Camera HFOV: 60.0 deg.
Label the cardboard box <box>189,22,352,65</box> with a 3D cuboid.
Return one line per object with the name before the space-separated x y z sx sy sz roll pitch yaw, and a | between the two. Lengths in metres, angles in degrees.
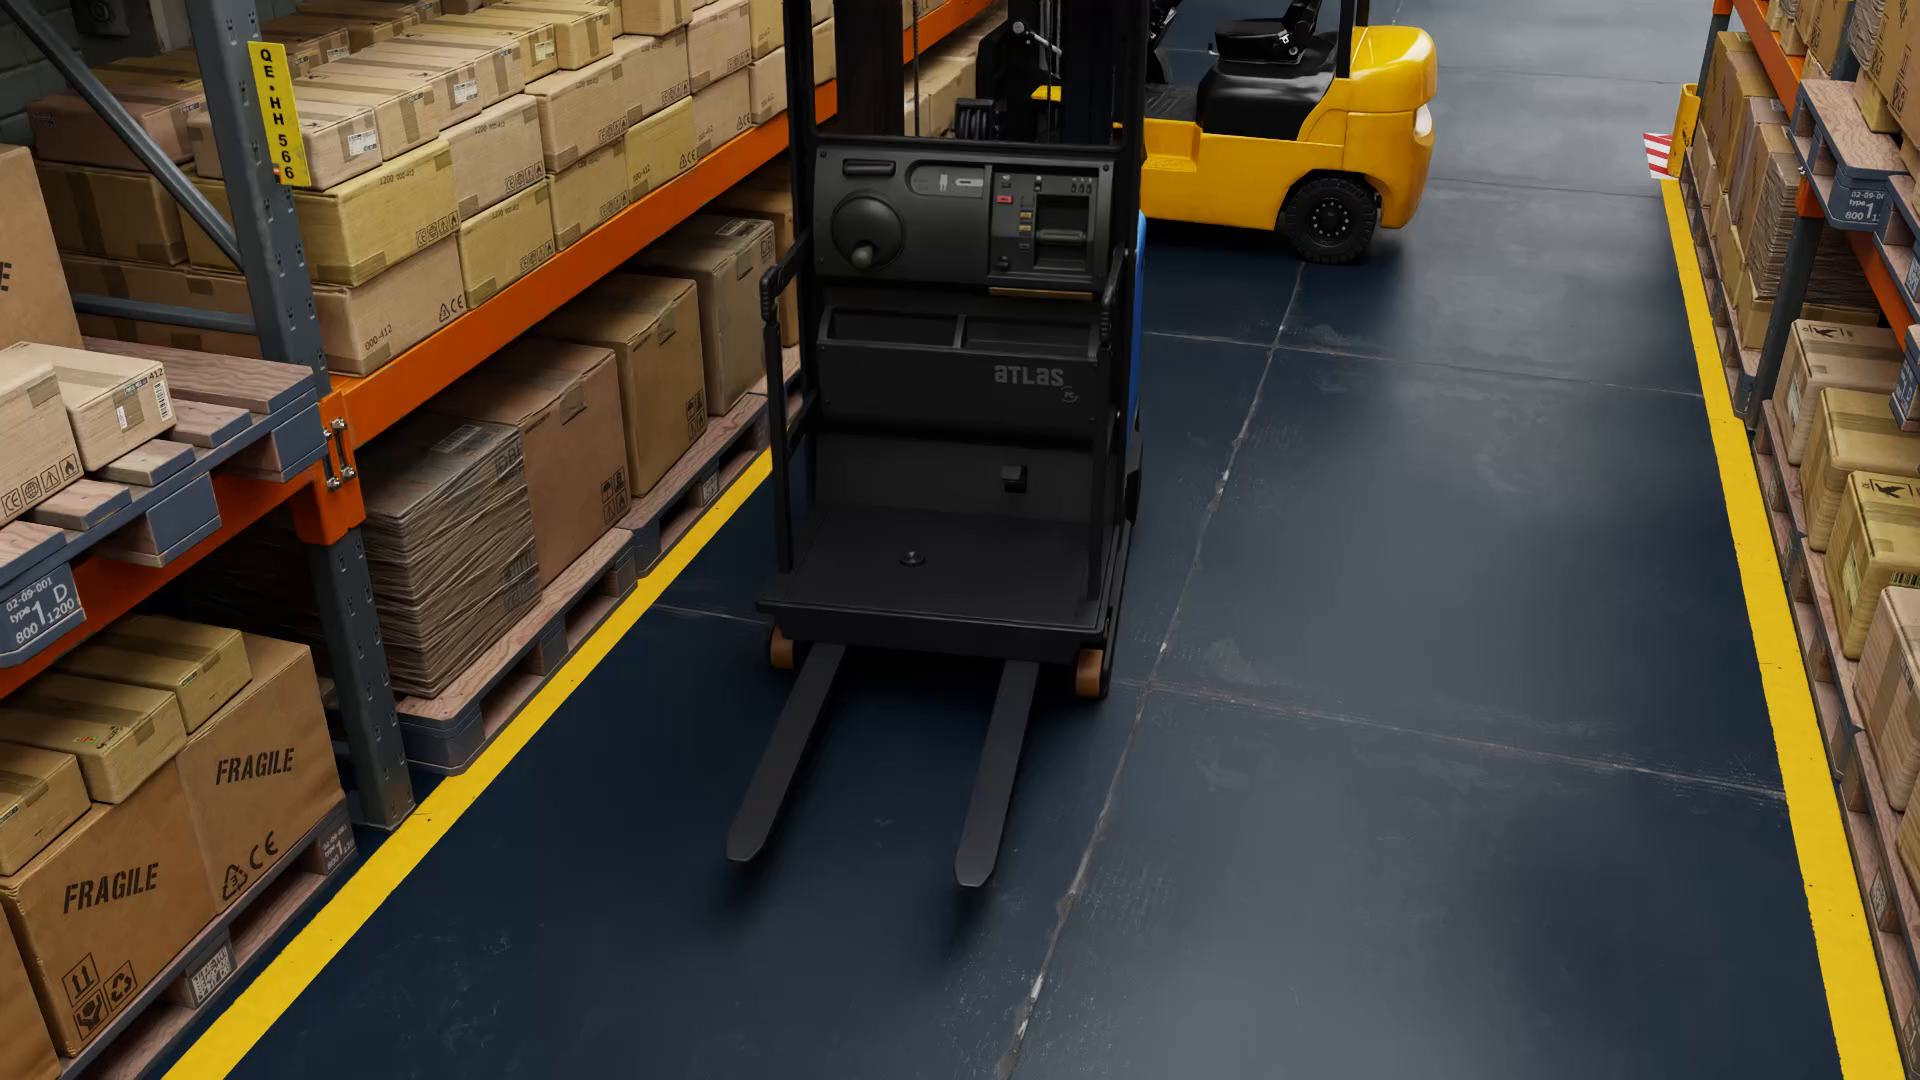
cardboard box | -2.066 -1.452 5.005 0.380 0.149 0.250 8 30 14

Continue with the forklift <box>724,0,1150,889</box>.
forklift | -0.028 -0.959 4.959 1.130 2.935 3.031 5 29 8

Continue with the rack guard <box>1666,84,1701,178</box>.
rack guard | 4.994 -2.455 10.150 1.175 0.500 0.348 8 30 15

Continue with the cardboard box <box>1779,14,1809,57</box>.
cardboard box | 3.940 -2.280 7.521 0.380 0.149 0.250 8 30 14

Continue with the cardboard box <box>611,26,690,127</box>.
cardboard box | -1.270 -1.610 5.699 0.500 0.250 0.500 9 30 16

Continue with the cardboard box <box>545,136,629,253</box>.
cardboard box | -1.417 -1.151 5.388 0.500 0.250 0.500 8 30 13

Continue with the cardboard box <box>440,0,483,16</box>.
cardboard box | -1.744 -1.795 5.622 0.380 0.149 0.250 9 30 16

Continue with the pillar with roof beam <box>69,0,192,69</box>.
pillar with roof beam | 1.558 -3.314 2.950 9.100 9.000 0.400 8 30 15

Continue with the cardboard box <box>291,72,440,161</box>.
cardboard box | -1.626 -1.129 4.424 0.380 0.149 0.250 9 30 16

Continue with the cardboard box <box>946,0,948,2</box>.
cardboard box | -0.240 -3.123 8.676 0.500 0.500 0.500 8 30 14

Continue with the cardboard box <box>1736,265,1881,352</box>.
cardboard box | 3.759 -1.019 7.393 0.500 0.250 0.500 10 31 17

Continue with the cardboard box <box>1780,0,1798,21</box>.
cardboard box | 4.027 -2.622 7.469 0.500 0.500 0.500 9 30 16

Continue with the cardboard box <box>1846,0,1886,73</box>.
cardboard box | 3.430 -1.904 5.747 0.500 0.500 0.500 9 30 16

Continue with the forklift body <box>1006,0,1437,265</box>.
forklift body | 1.457 -2.777 9.030 2.313 2.155 1.214 8 30 15

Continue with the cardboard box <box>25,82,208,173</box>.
cardboard box | -2.176 -1.079 4.334 0.380 0.149 0.250 9 30 16

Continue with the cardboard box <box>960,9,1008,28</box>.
cardboard box | 0.150 -2.976 9.882 0.500 0.250 0.500 9 30 16

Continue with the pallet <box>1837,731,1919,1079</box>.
pallet | 2.899 0.990 4.253 1.003 0.211 1.213 8 30 15

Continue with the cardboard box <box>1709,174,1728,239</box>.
cardboard box | 4.210 -1.738 8.685 0.500 0.250 0.500 11 31 18

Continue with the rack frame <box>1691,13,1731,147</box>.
rack frame | 5.016 -3.583 9.605 1.000 3.000 0.127 8 30 15

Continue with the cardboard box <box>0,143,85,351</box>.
cardboard box | -2.379 -0.582 3.676 0.500 0.500 0.500 10 31 17

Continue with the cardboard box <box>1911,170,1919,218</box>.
cardboard box | 2.969 -0.984 4.761 0.380 0.149 0.250 10 31 17

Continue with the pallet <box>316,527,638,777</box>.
pallet | -1.799 0.270 5.548 1.003 0.211 1.213 8 30 15

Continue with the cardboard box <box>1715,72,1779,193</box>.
cardboard box | 4.204 -2.071 8.512 0.500 0.500 0.500 9 30 16

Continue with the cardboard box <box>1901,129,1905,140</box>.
cardboard box | 3.286 -1.329 5.379 0.380 0.149 0.250 10 31 18

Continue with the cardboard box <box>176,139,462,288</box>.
cardboard box | -1.691 -0.893 4.409 0.500 0.250 0.500 8 30 15

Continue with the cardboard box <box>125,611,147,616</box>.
cardboard box | -2.470 0.493 4.418 0.500 0.500 0.500 10 31 17

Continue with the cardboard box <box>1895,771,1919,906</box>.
cardboard box | 2.843 0.838 3.928 0.950 0.372 0.625 6 30 11

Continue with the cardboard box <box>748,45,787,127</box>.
cardboard box | -0.944 -1.859 6.661 0.500 0.250 0.500 8 30 15

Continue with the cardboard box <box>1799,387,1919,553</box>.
cardboard box | 3.483 -0.181 5.760 0.950 0.372 0.625 10 31 18

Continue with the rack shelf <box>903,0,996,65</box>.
rack shelf | -0.317 -3.046 9.380 1.077 0.370 4.000 8 30 15

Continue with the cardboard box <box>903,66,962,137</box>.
cardboard box | -0.302 -2.266 8.605 0.500 0.250 0.500 9 30 15

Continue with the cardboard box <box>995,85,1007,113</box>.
cardboard box | -0.013 -2.513 9.564 0.500 0.250 0.500 8 30 15

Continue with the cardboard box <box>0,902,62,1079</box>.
cardboard box | -2.305 1.039 3.436 0.500 0.500 0.500 10 31 17

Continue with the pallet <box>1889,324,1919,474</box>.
pallet | 2.775 -0.128 3.592 1.213 0.211 1.003 8 30 15

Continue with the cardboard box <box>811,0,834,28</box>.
cardboard box | -0.804 -2.319 6.973 0.500 0.250 0.500 8 30 14

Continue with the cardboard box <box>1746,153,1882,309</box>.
cardboard box | 3.759 -1.347 7.211 0.500 0.500 0.500 8 30 14

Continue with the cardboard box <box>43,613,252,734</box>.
cardboard box | -1.981 0.319 4.063 0.380 0.149 0.250 7 30 12

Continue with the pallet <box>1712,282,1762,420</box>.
pallet | 4.005 -0.823 7.512 1.003 0.211 1.213 8 30 15

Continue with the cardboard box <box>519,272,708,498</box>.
cardboard box | -1.500 -0.623 6.296 0.875 0.625 0.625 7 30 13

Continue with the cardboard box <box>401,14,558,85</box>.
cardboard box | -1.465 -1.497 5.085 0.380 0.149 0.250 9 30 15

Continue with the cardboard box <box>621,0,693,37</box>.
cardboard box | -1.143 -1.835 5.693 0.380 0.149 0.250 8 30 14
